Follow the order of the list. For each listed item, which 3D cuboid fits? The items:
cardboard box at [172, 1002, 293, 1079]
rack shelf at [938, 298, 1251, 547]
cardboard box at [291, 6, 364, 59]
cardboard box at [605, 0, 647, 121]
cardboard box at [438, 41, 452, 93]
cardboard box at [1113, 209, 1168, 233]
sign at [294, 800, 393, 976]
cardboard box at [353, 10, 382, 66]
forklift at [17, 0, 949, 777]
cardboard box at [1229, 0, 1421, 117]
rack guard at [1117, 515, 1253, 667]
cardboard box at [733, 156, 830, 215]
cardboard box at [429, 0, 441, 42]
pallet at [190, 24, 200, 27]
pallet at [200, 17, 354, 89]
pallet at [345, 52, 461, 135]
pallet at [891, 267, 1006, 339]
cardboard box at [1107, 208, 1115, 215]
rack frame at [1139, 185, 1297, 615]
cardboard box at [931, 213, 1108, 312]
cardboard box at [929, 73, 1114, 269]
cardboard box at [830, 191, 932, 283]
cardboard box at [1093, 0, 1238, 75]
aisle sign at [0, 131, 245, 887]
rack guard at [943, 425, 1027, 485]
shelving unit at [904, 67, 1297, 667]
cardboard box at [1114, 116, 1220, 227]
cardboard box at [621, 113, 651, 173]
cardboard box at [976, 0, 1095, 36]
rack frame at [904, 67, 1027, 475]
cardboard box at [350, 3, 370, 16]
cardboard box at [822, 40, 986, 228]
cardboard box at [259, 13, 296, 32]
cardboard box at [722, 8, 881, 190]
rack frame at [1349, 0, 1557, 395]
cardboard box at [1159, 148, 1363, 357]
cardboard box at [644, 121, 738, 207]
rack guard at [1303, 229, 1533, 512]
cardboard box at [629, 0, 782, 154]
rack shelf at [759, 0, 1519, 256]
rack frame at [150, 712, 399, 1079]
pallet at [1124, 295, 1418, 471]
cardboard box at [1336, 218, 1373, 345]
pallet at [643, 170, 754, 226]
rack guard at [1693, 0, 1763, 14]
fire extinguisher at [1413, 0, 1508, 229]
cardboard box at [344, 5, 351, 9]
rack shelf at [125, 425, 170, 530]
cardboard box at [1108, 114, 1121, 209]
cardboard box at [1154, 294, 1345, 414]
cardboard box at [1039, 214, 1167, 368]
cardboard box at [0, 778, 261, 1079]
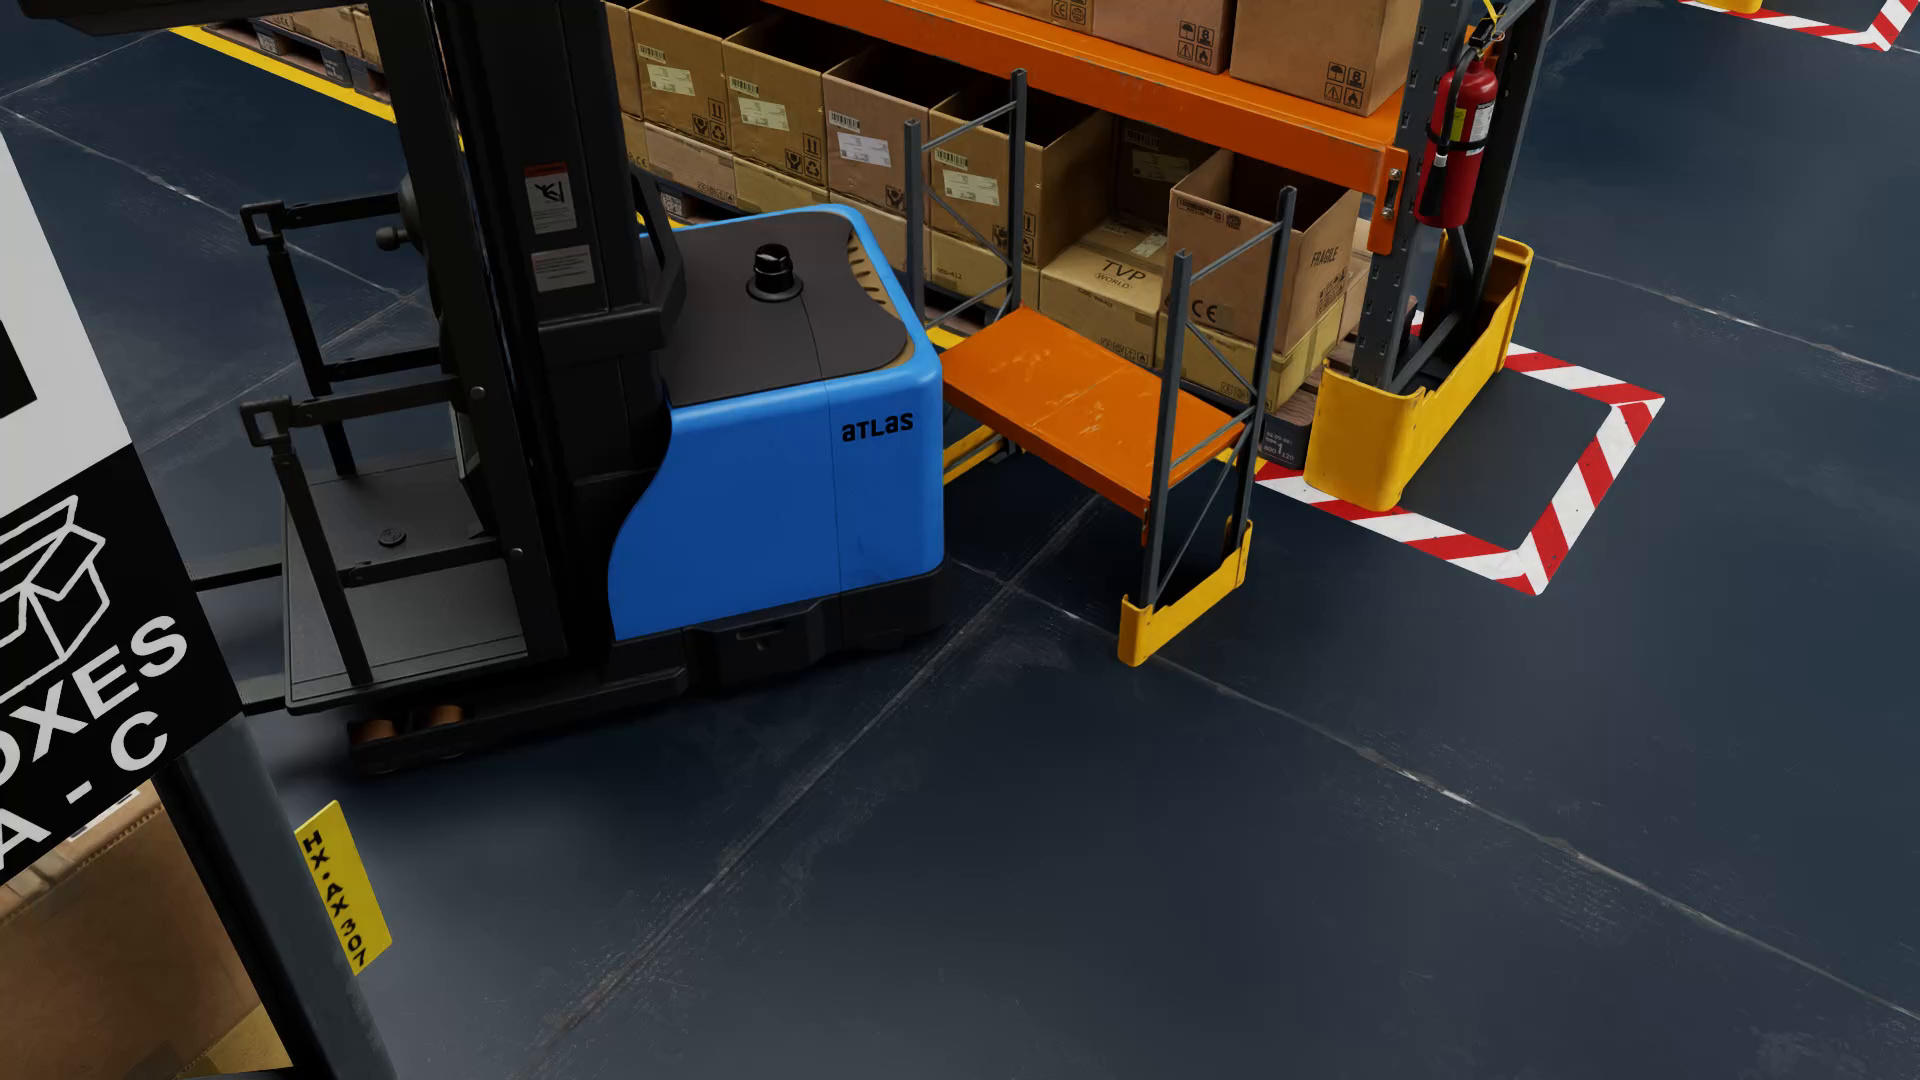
[{"bbox_3d":[-1.390,0.802,2.702,0.500,0.250,0.500,24,47,24],"label":"cardboard box"},{"bbox_3d":[0.383,-0.401,5.344,1.000,0.185,0.538,33,52,32],"label":"rack shelf"},{"bbox_3d":[-2.944,-2.646,8.205,0.500,0.250,0.500,26,48,26],"label":"cardboard box"},{"bbox_3d":[-1.406,-2.186,7.129,0.500,0.500,0.500,25,48,25],"label":"cardboard box"},{"bbox_3d":[-2.112,-2.256,7.769,0.500,0.250,0.500,25,47,25],"label":"cardboard box"},{"bbox_3d":[0.946,-1.240,6.634,0.500,0.250,0.500,25,48,25],"label":"cardboard box"},{"bbox_3d":[-0.861,0.495,2.298,0.005,0.325,0.100,25,48,25],"label":"sign"},{"bbox_3d":[-2.525,-2.451,7.986,0.500,0.250,0.500,24,47,25],"label":"cardboard box"},{"bbox_3d":[-1.611,-0.790,4.435,3.031,2.935,1.130,-12,43,-13],"label":"forklift"},{"bbox_3d":[1.294,-1.815,5.454,0.500,0.500,0.700,25,48,25],"label":"cardboard box"},{"bbox_3d":[0.730,0.160,5.384,0.087,0.250,0.587,33,52,32],"label":"rack guard"},{"bbox_3d":[-0.588,-1.524,6.951,0.500,0.250,0.500,25,48,25],"label":"cardboard box"},{"bbox_3d":[-2.102,-2.463,7.580,0.500,0.311,0.500,25,48,25],"label":"cardboard box"},{"bbox_3d":[-4.229,-3.279,9.257,1.213,0.211,1.003,25,48,25],"label":"pallet"},{"bbox_3d":[-3.235,-2.812,8.734,1.213,0.211,1.003,25,48,25],"label":"pallet"},{"bbox_3d":[-2.232,-2.345,8.213,1.213,0.211,1.003,25,48,25],"label":"pallet"},{"bbox_3d":[0.024,-1.290,7.034,1.213,0.211,1.003,25,48,25],"label":"pallet"},{"bbox_3d":[0.537,-1.432,6.848,0.500,0.250,0.500,25,48,25],"label":"cardboard box"},{"bbox_3d":[0.744,-0.297,4.957,0.032,1.500,0.500,33,52,32],"label":"rack frame"},{"bbox_3d":[0.233,-1.143,6.525,0.500,0.250,0.500,25,48,25],"label":"cardboard box"},{"bbox_3d":[0.232,-1.421,6.273,0.500,0.500,0.500,25,48,25],"label":"cardboard box"},{"bbox_3d":[-0.175,-1.336,6.740,0.500,0.250,0.500,25,48,25],"label":"cardboard box"},{"bbox_3d":[0.861,-2.014,5.676,0.500,0.500,0.700,26,48,26],"label":"cardboard box"},{"bbox_3d":[-0.941,0.009,1.541,0.004,0.787,0.394,25,48,25],"label":"aisle sign"},{"bbox_3d":[0.022,-0.308,5.906,0.087,0.250,0.587,33,52,32],"label":"rack guard"},{"bbox_3d":[0.376,-0.540,5.228,1.083,1.500,0.587,33,52,32],"label":"shelving unit"},{"bbox_3d":[0.947,-1.521,6.385,0.500,0.500,0.500,25,48,25],"label":"cardboard box"},{"bbox_3d":[-1.401,-1.912,7.385,0.500,0.250,0.500,25,48,25],"label":"cardboard box"},{"bbox_3d":[0.458,-2.207,5.892,0.500,0.500,0.700,25,48,26],"label":"cardboard box"},{"bbox_3d":[0.021,-0.774,5.490,0.032,1.500,0.500,33,52,32],"label":"rack frame"},{"bbox_3d":[-2.532,-2.659,7.798,0.500,0.311,0.500,26,48,26],"label":"cardboard box"},{"bbox_3d":[-0.177,-1.613,6.488,0.500,0.500,0.500,25,48,25],"label":"cardboard box"},{"bbox_3d":[-3.360,-2.842,8.424,0.500,0.250,0.500,26,48,26],"label":"cardboard box"},{"bbox_3d":[-0.587,-1.804,6.701,0.500,0.500,0.500,25,48,25],"label":"cardboard box"},{"bbox_3d":[1.669,-1.592,5.280,0.127,3.000,1.000,25,48,25],"label":"rack frame"},{"bbox_3d":[1.059,-1.046,5.854,0.500,0.500,0.500,25,48,25],"label":"cardboard box"},{"bbox_3d":[-0.994,-1.718,7.168,0.500,0.250,0.500,25,48,25],"label":"cardboard box"},{"bbox_3d":[1.688,-0.651,6.103,0.348,0.500,1.175,25,48,25],"label":"rack guard"},{"bbox_3d":[-0.992,-1.999,6.920,0.500,0.500,0.500,25,48,25],"label":"cardboard box"},{"bbox_3d":[0.031,-2.090,6.375,4.000,0.370,1.077,25,48,25],"label":"rack shelf"},{"bbox_3d":[-1.173,1.114,2.256,0.127,3.000,1.000,25,48,25],"label":"rack frame"},{"bbox_3d":[1.019,-0.823,6.511,1.213,0.211,1.003,25,48,25],"label":"pallet"},{"bbox_3d":[1.357,-1.051,6.422,0.500,0.250,0.500,25,48,25],"label":"cardboard box"},{"bbox_3d":[-0.979,-1.757,7.555,1.213,0.211,1.003,25,48,25],"label":"pallet"},{"bbox_3d":[4.427,-3.367,9.138,0.348,0.500,1.175,25,48,25],"label":"rack guard"},{"bbox_3d":[1.499,-1.264,4.972,0.183,0.674,0.296,25,48,25],"label":"fire extinguisher"},{"bbox_3d":[-2.939,-2.851,8.013,0.500,0.311,0.500,25,47,25],"label":"cardboard box"},{"bbox_3d":[-2.810,-0.502,2.351,4.000,0.370,1.077,25,48,25],"label":"rack shelf"},{"bbox_3d":[0.530,-1.705,6.591,0.500,0.500,0.500,25,48,25],"label":"cardboard box"},{"bbox_3d":[1.060,-0.768,6.106,0.500,0.250,0.500,25,48,25],"label":"cardboard box"},{"bbox_3d":[0.644,-0.953,6.312,0.500,0.250,0.500,25,48,25],"label":"cardboard box"},{"bbox_3d":[-1.391,0.536,2.437,0.500,0.500,0.500,25,48,25],"label":"cardboard box"}]
